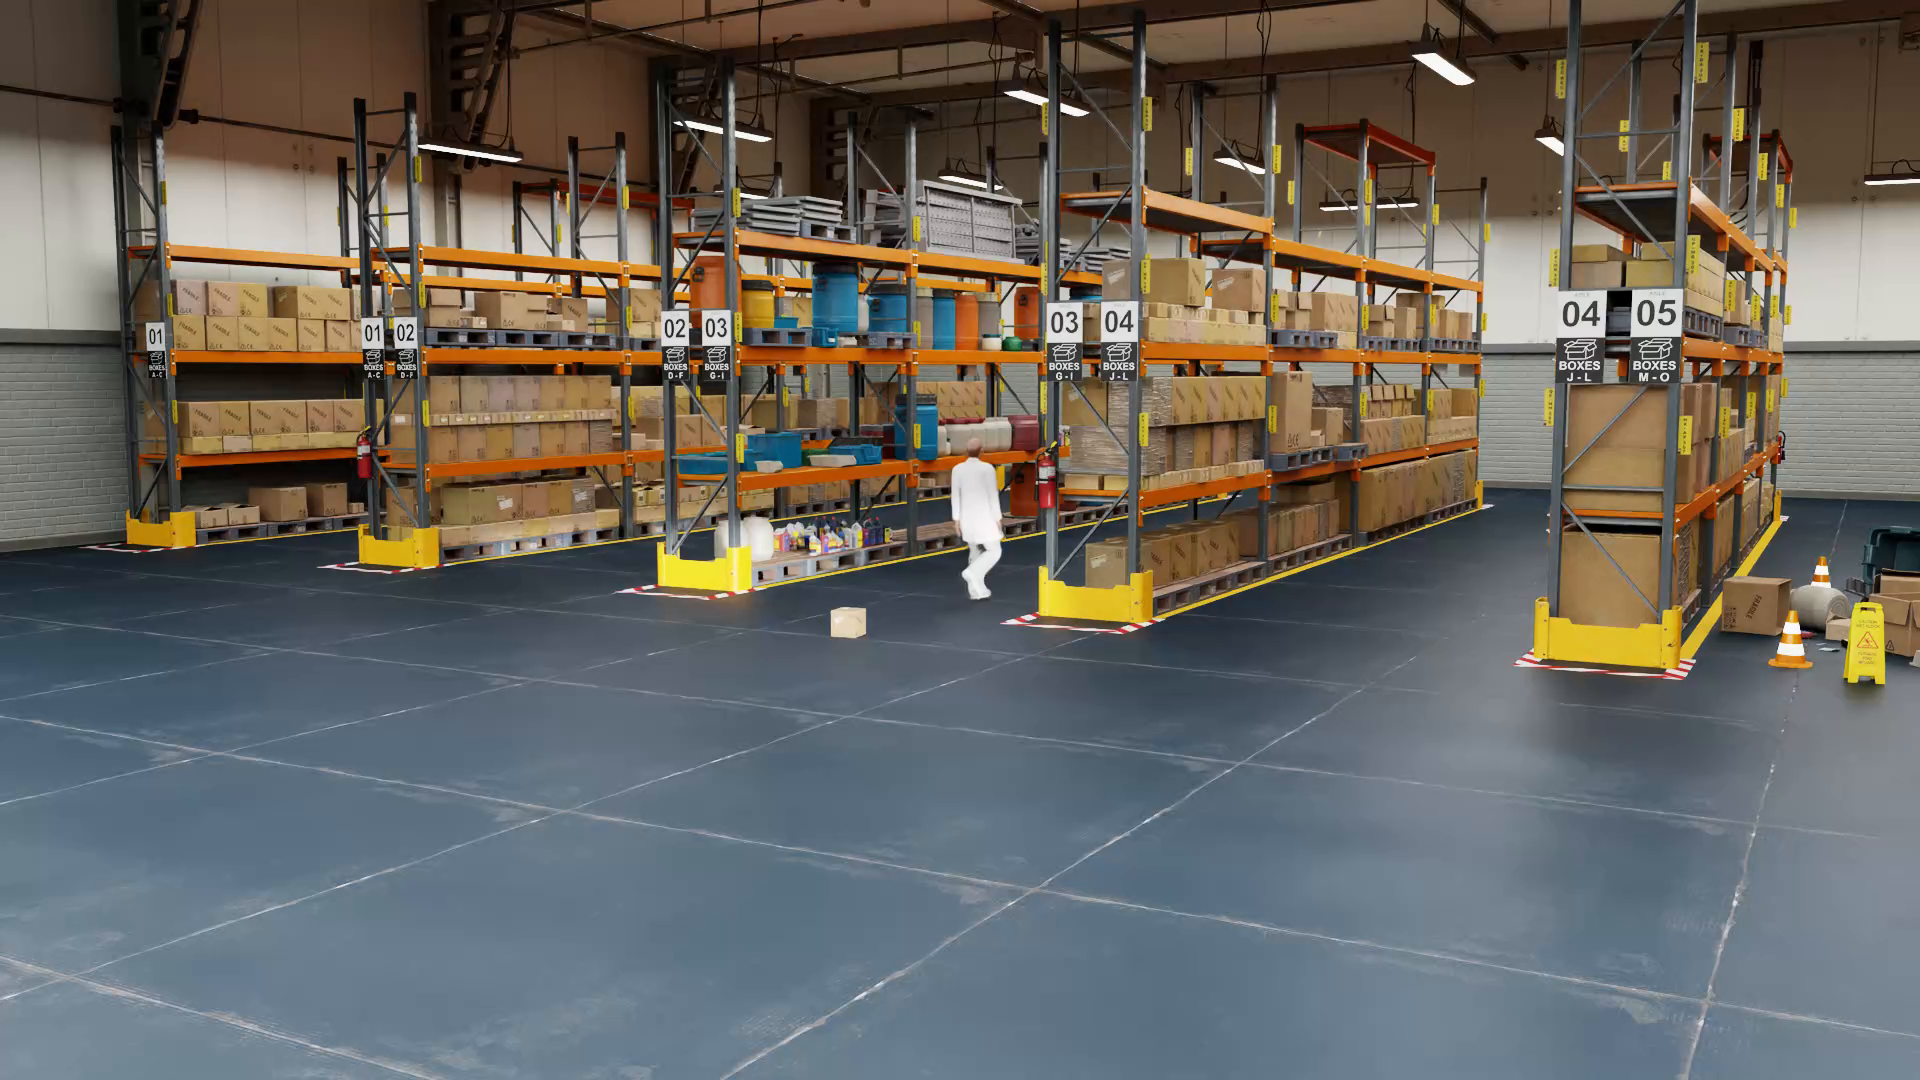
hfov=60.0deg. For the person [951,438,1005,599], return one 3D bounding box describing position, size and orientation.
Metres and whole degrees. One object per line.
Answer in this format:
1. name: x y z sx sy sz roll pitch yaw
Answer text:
1. person: 0.181 -0.223 18.002 0.591 1.761 0.731 4 7 33
